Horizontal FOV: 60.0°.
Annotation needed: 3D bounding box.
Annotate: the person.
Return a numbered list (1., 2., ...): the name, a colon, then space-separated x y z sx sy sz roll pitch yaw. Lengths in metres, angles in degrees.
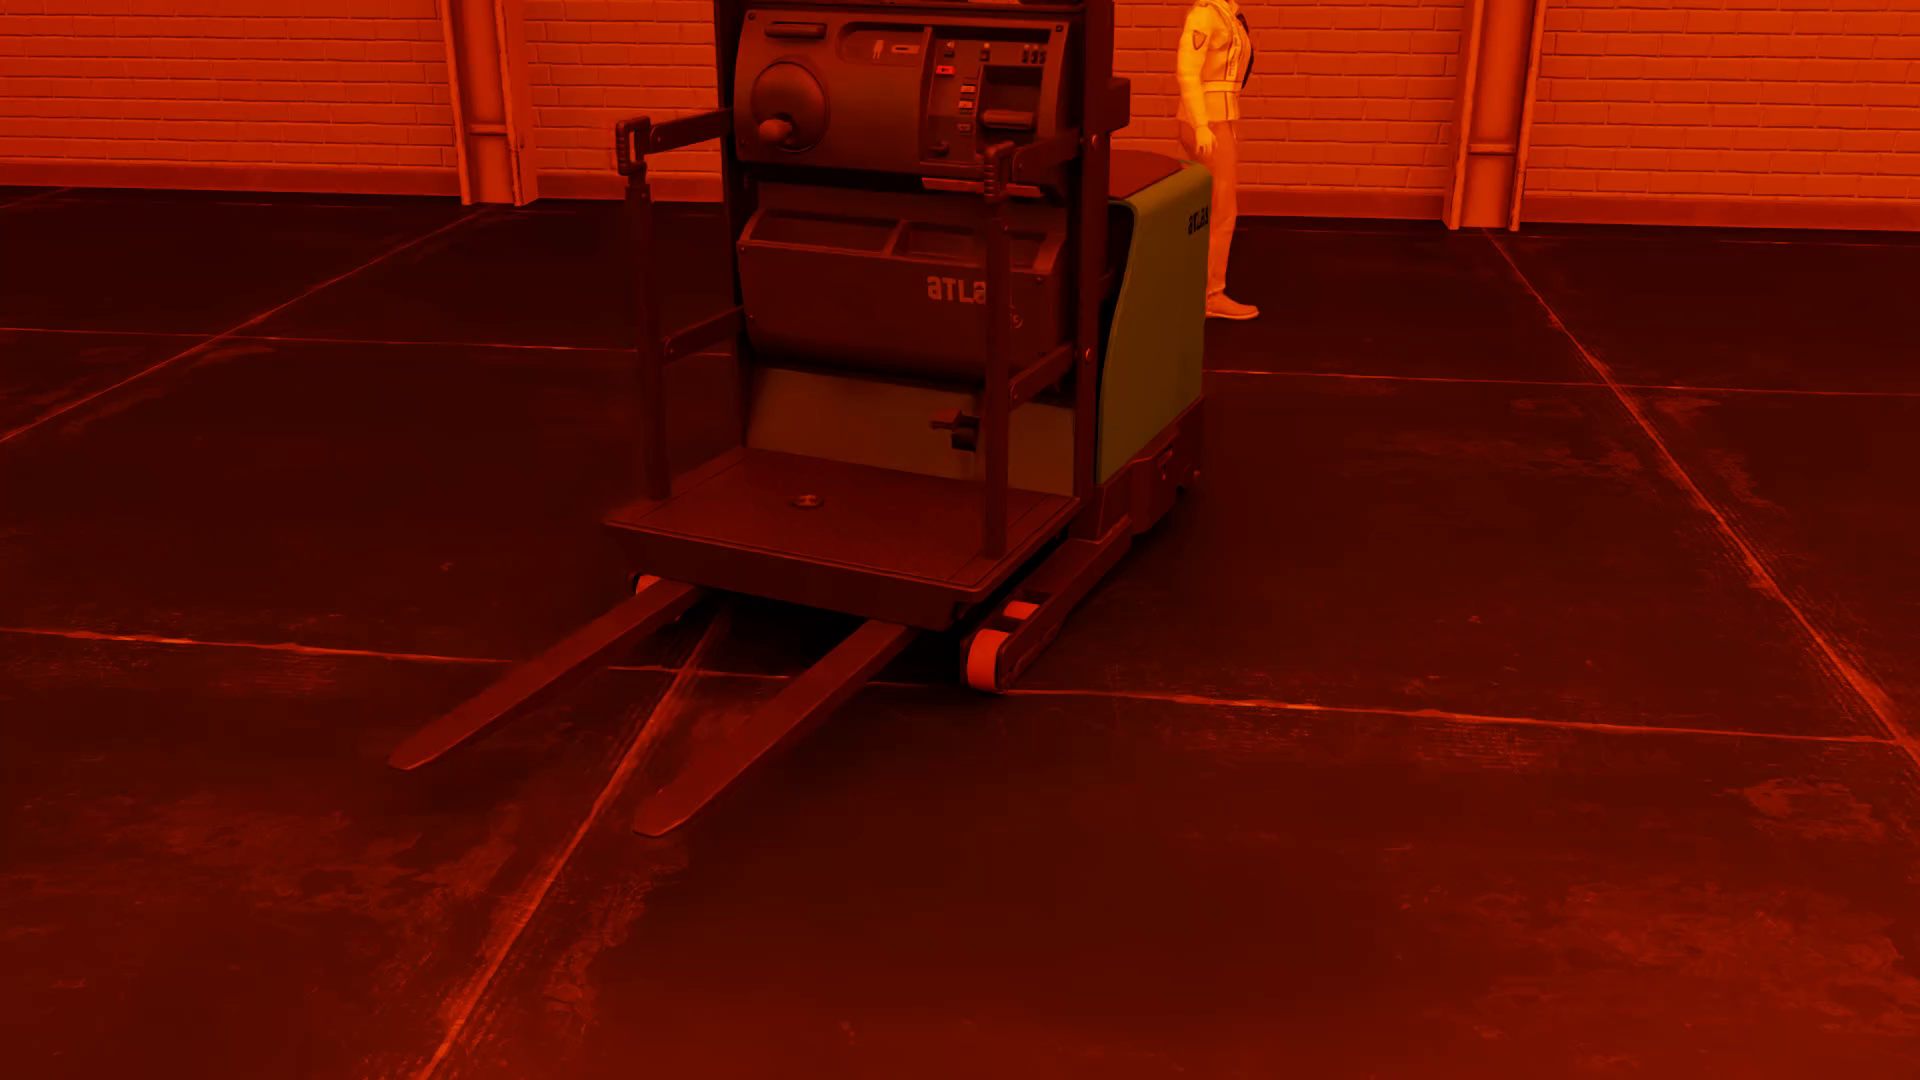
1. person: 1.200 -1.866 7.590 0.440 1.663 0.662 5 22 11

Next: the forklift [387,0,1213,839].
1. forklift: -0.253 -1.152 4.114 1.130 2.935 3.031 10 24 23
